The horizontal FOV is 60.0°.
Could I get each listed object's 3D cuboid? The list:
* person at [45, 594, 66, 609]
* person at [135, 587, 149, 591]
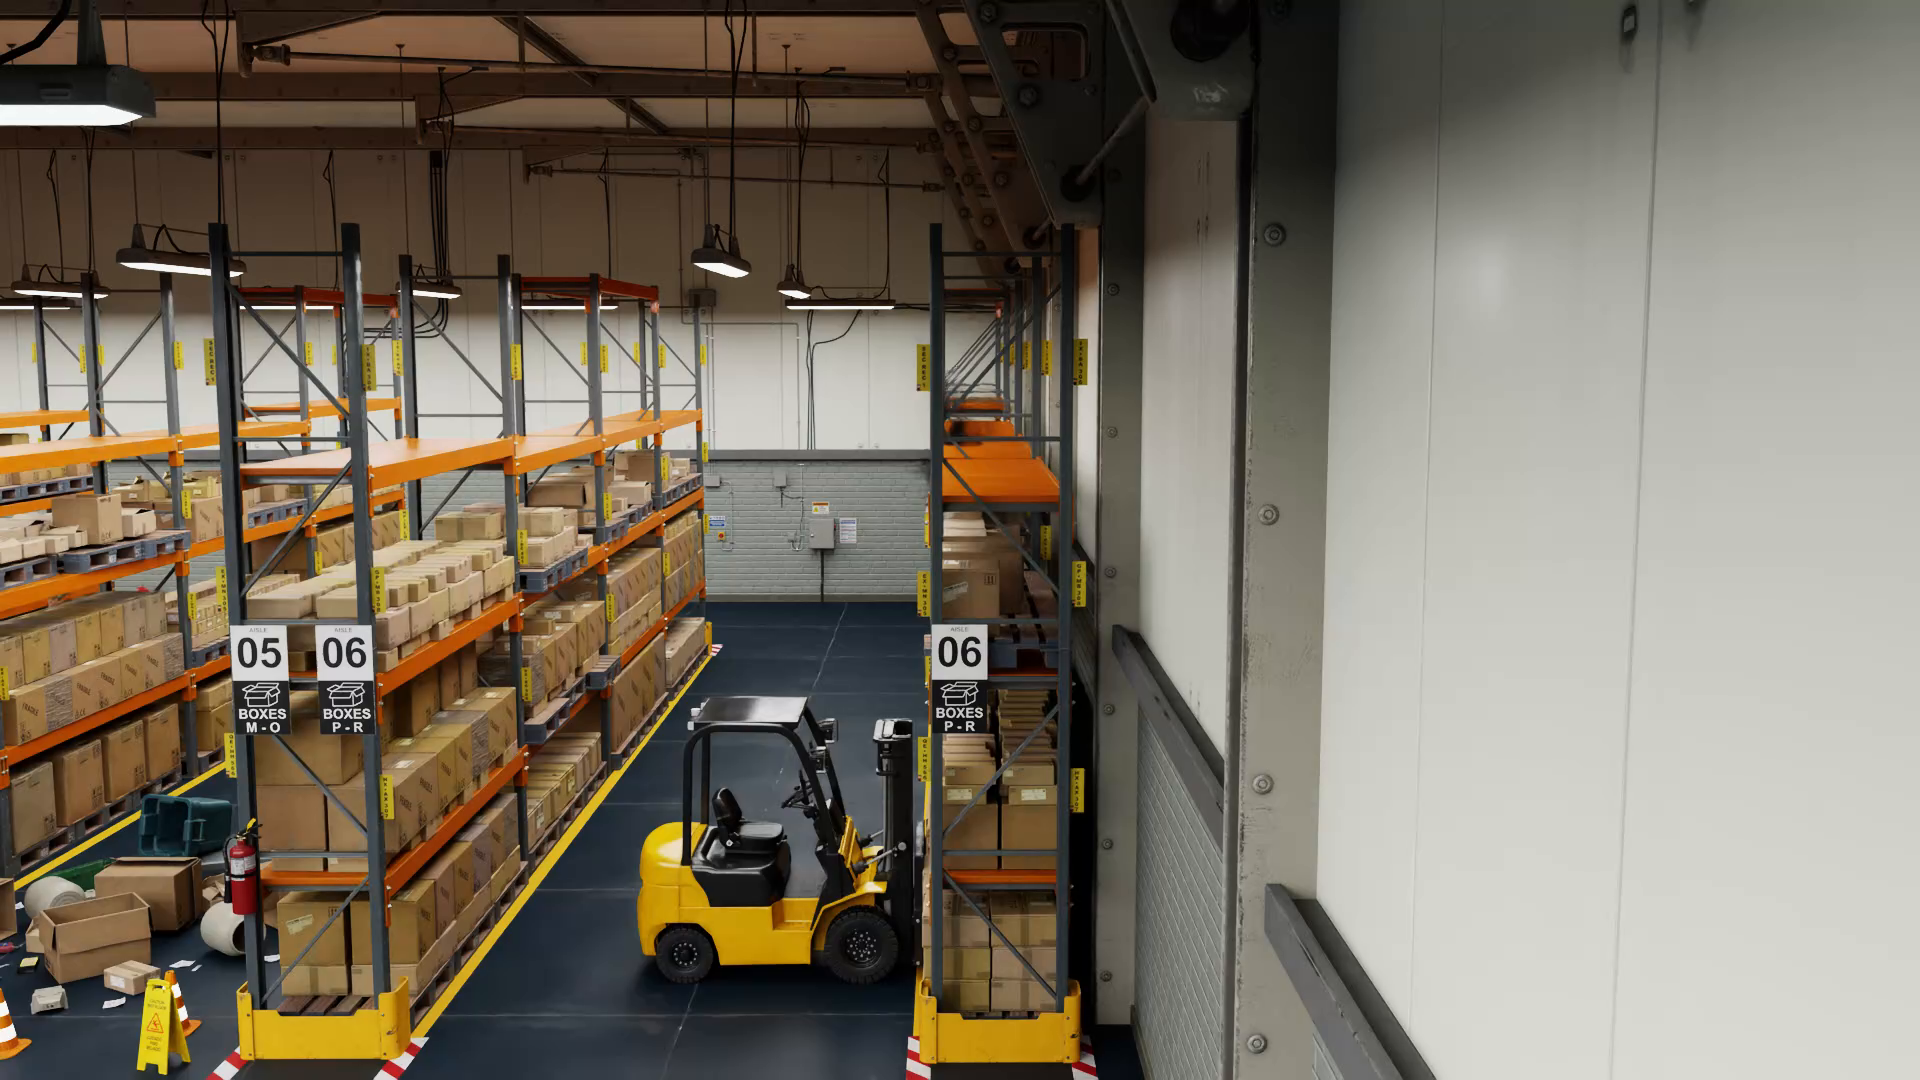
[{"bbox_3d":[-12.996,1.548,24.052,0.590,1.748,0.780,0,7,-1],"label":"person"},{"bbox_3d":[-11.479,1.552,23.401,0.639,1.794,0.706,1,7,5],"label":"person"}]
